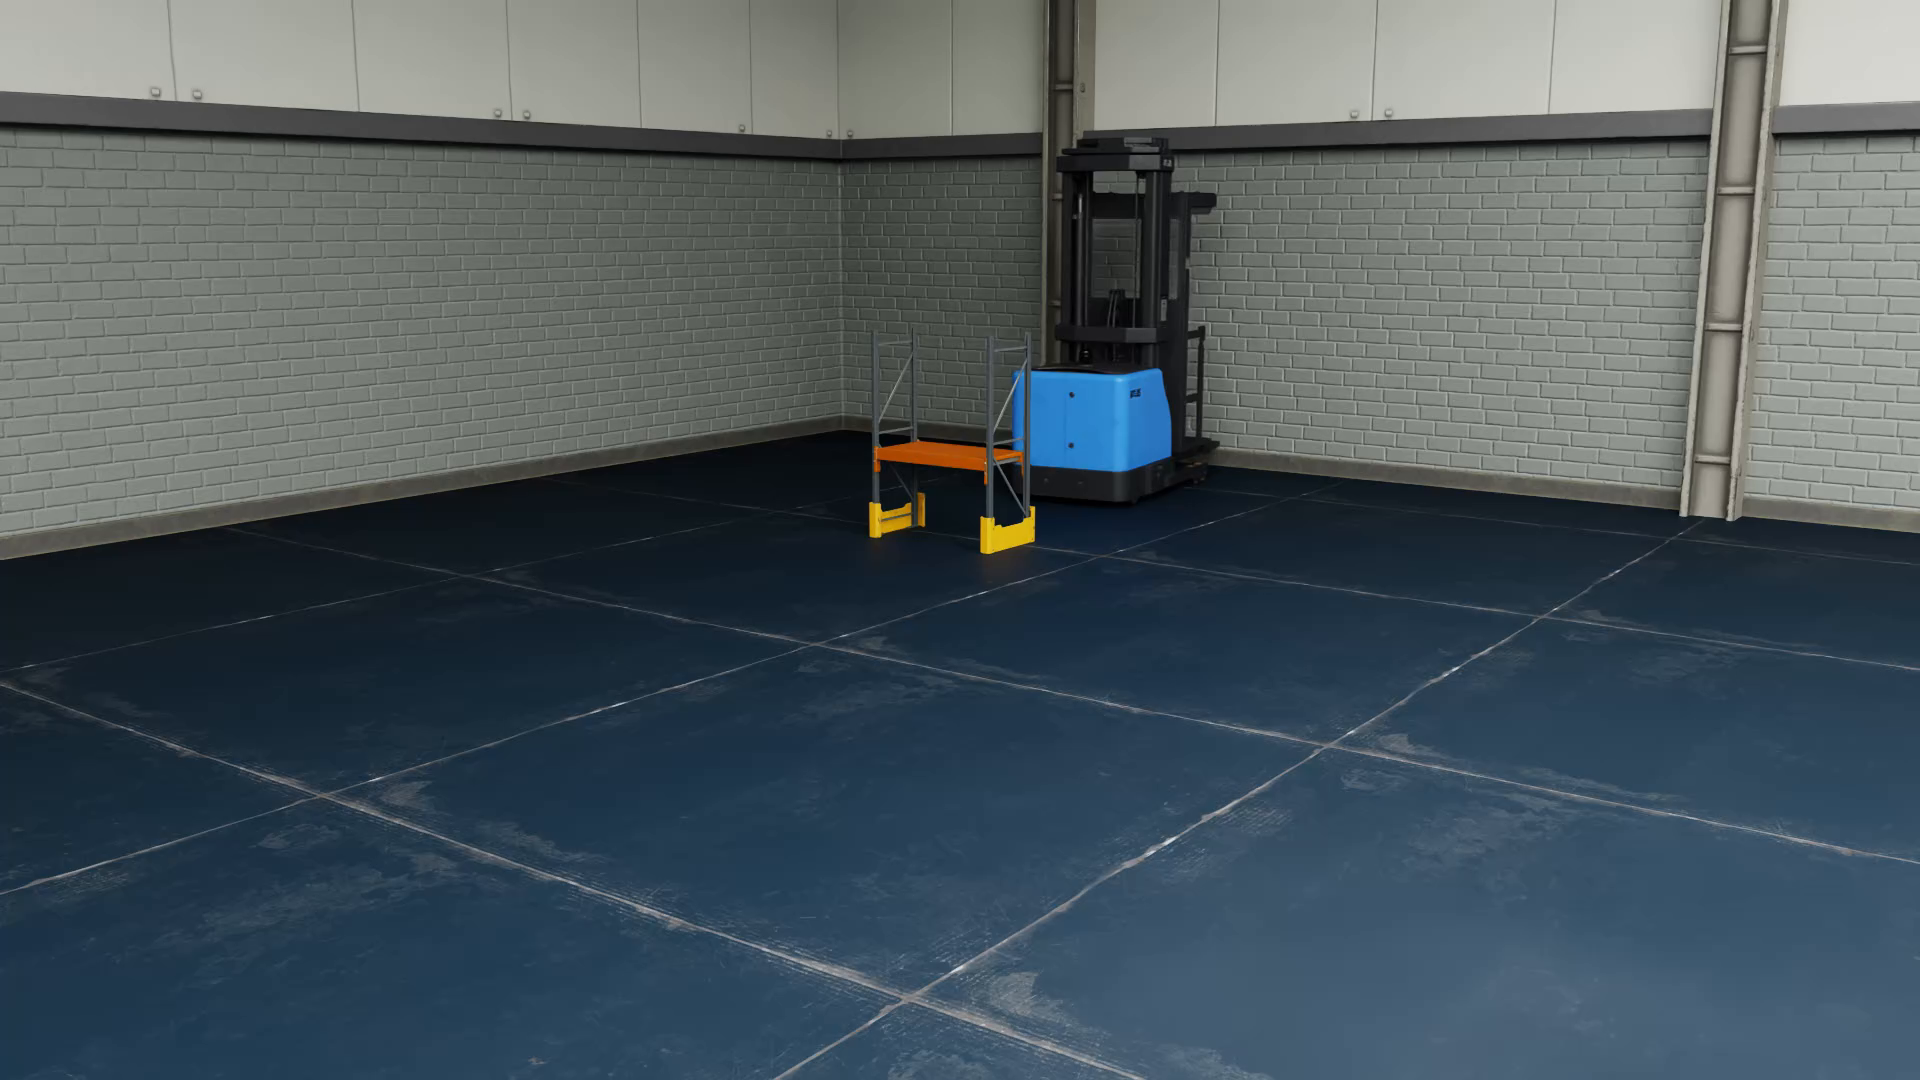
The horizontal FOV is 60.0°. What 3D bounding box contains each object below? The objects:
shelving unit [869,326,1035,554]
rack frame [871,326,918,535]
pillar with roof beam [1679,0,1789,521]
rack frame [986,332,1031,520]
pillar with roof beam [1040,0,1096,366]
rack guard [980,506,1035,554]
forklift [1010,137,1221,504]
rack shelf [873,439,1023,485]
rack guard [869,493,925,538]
[{"bbox_3d":[-0.061,-0.745,11.932,1.083,1.500,0.587,8,13,36],"label":"shelving unit"},{"bbox_3d":[-0.478,-0.803,12.232,0.032,1.500,0.500,8,13,36],"label":"rack frame"},{"bbox_3d":[3.326,-3.950,8.753,0.400,9.000,9.100,8,13,36],"label":"pillar with roof beam"},{"bbox_3d":[0.341,-0.689,11.641,0.032,1.500,0.500,8,13,36],"label":"rack frame"},{"bbox_3d":[-1.510,-4.624,12.240,0.400,9.000,9.100,8,13,36],"label":"pillar with roof beam"},{"bbox_3d":[0.340,-0.075,11.761,0.087,0.250,0.587,8,13,36],"label":"rack guard"},{"bbox_3d":[1.545,-1.963,14.462,1.130,2.935,3.031,6,12,27],"label":"forklift"},{"bbox_3d":[-0.069,-0.569,11.971,1.000,0.185,0.538,8,13,36],"label":"rack shelf"},{"bbox_3d":[-0.463,-0.187,12.340,0.087,0.250,0.587,8,13,36],"label":"rack guard"}]
